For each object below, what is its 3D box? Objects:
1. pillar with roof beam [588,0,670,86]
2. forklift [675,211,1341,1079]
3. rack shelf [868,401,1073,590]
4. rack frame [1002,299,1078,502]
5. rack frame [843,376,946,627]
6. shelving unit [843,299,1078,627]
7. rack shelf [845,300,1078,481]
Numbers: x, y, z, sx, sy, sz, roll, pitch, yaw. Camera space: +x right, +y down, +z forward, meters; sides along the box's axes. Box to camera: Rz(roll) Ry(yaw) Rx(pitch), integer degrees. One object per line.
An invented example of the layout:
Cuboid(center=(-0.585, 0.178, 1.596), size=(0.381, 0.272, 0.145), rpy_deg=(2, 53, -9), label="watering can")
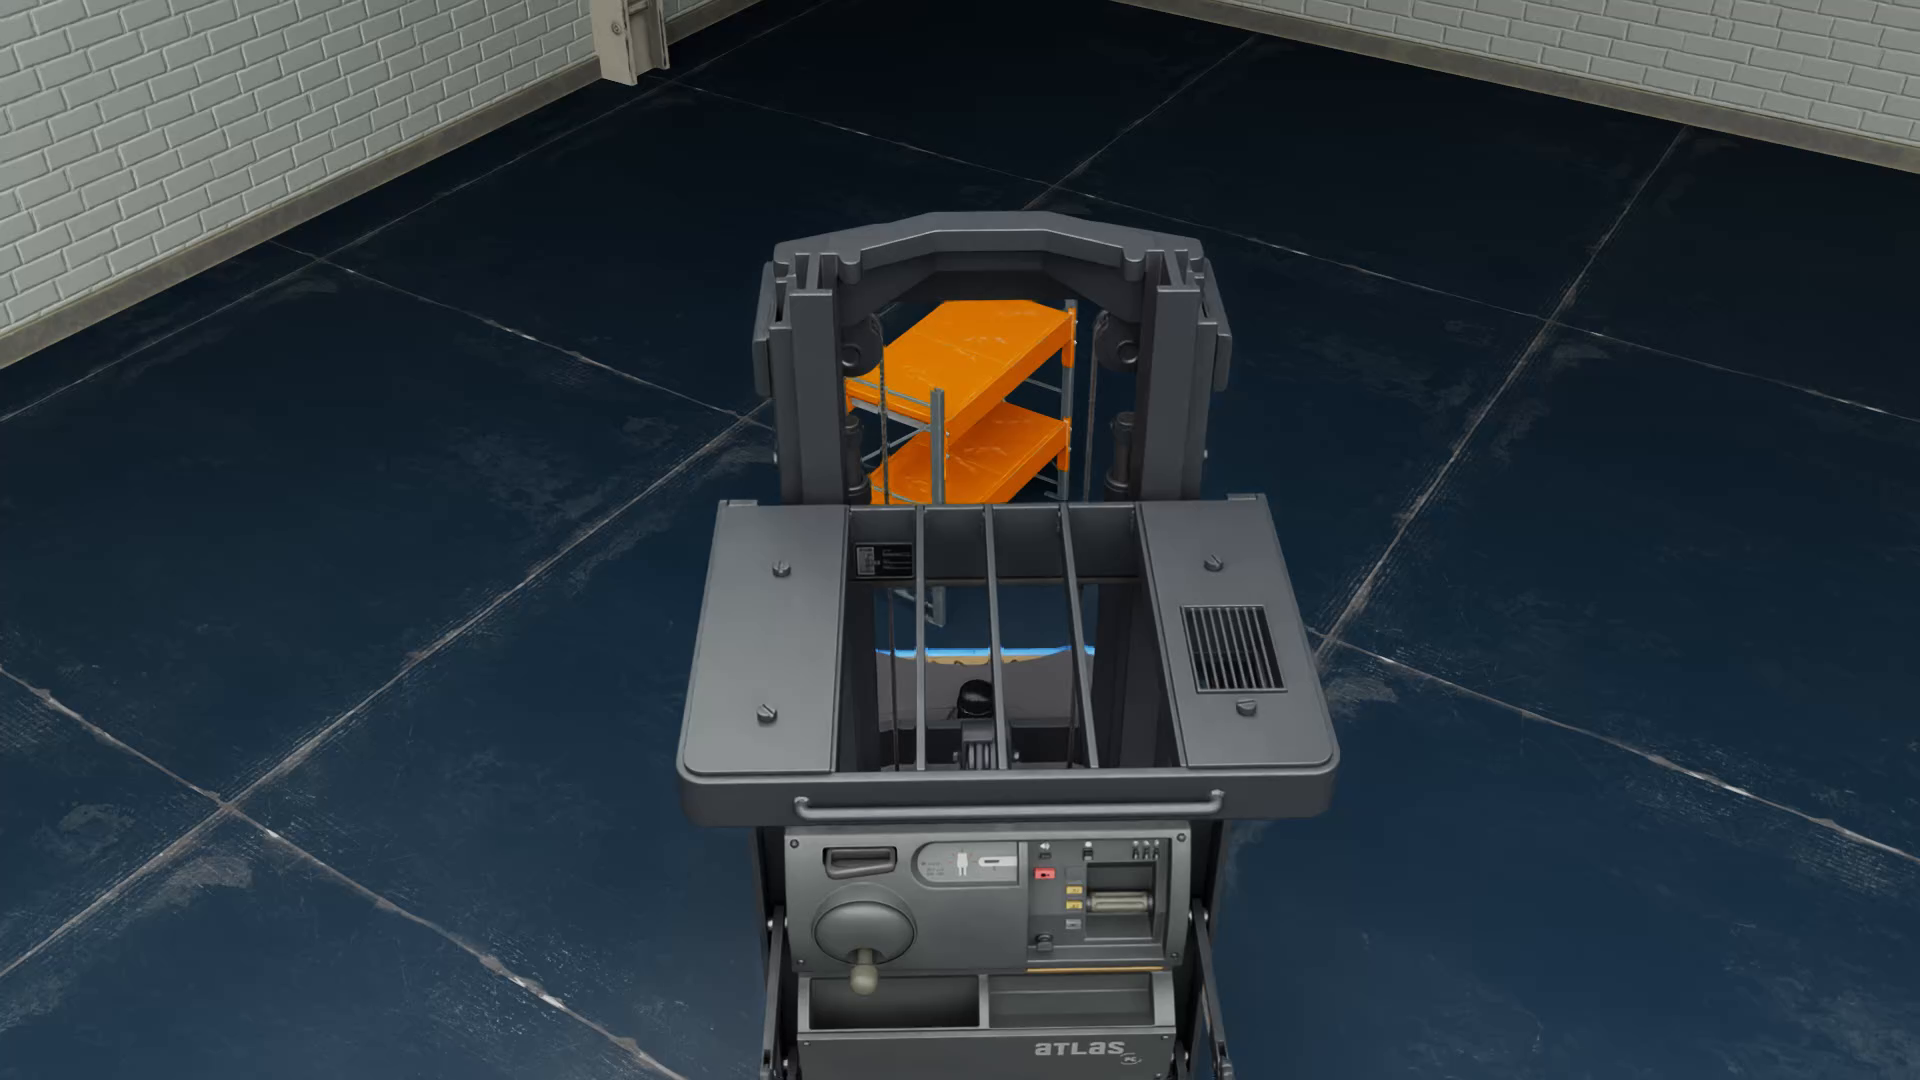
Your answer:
Cuboid(center=(1.400, -5.372, 6.849), size=(9.100, 9.000, 0.400), rpy_deg=(21, 42, 25), label="pillar with roof beam")
Cuboid(center=(0.072, 0.913, 3.665), size=(1.130, 2.935, 3.031), rpy_deg=(-1, 38, -1), label="forklift")
Cuboid(center=(-0.004, -0.248, 7.051), size=(0.538, 0.278, 1.000), rpy_deg=(21, 42, 25), label="rack shelf")
Cuboid(center=(0.269, -0.704, 7.242), size=(0.500, 1.125, 0.032), rpy_deg=(21, 42, 25), label="rack frame")
Cuboid(center=(-0.276, -0.180, 6.562), size=(0.500, 1.125, 0.032), rpy_deg=(21, 42, 25), label="rack frame")
Cuboid(center=(-0.004, -0.442, 6.902), size=(0.538, 1.125, 1.048), rpy_deg=(21, 42, 25), label="shelving unit")
Cuboid(center=(-0.004, -0.674, 6.723), size=(0.538, 0.278, 1.000), rpy_deg=(21, 42, 25), label="rack shelf")
